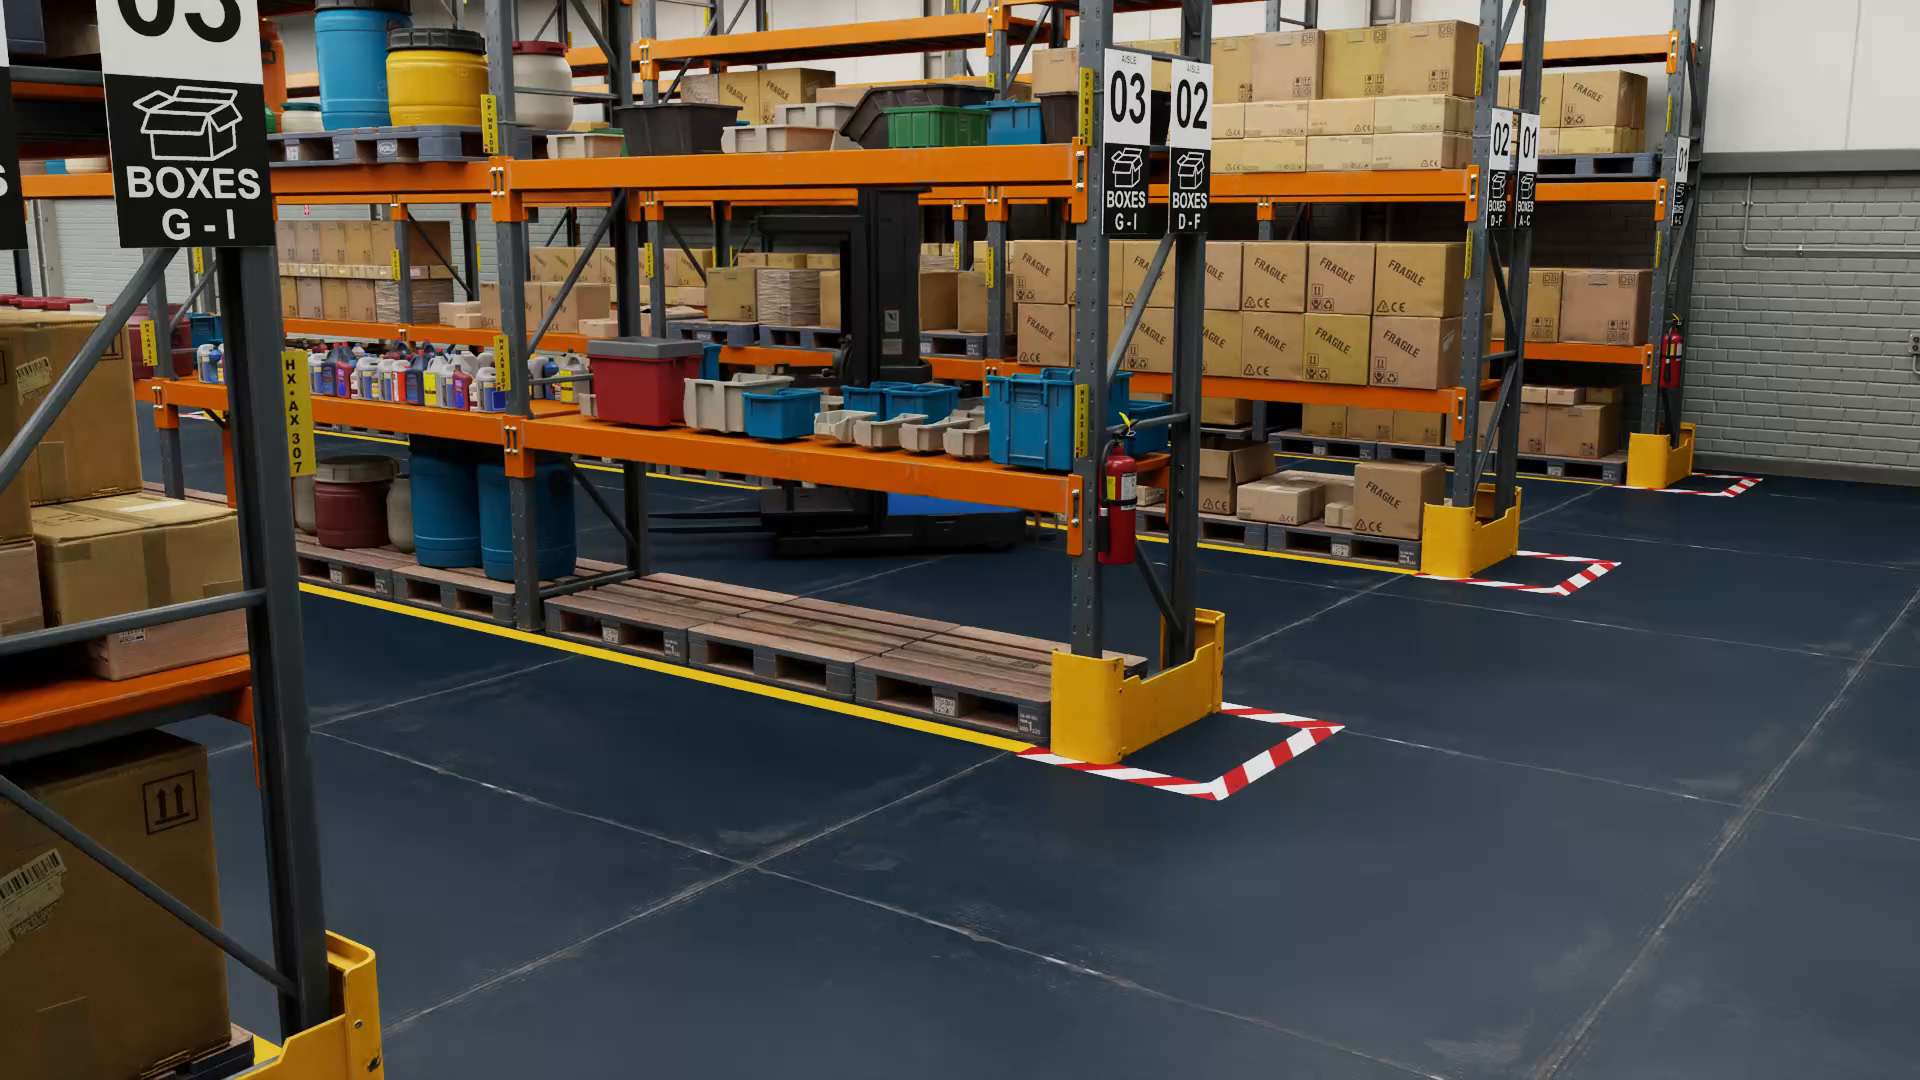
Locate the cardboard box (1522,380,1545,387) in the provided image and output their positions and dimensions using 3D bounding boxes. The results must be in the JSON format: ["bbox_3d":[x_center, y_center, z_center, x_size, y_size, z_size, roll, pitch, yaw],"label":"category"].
[{"bbox_3d":[5.708,-1.518,16.747,0.250,0.149,0.380,8,14,36],"label":"cardboard box"}]

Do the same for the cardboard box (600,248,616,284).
[{"bbox_3d":[-4.738,-3.887,23.591,0.500,0.500,0.500,8,14,37],"label":"cardboard box"}]

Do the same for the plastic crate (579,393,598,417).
[{"bbox_3d":[-2.075,-0.815,9.879,0.243,0.136,0.396,8,13,36],"label":"plastic crate"}]

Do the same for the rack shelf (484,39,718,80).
[{"bbox_3d":[-4.266,-4.817,17.184,4.000,0.370,1.077,8,13,36],"label":"rack shelf"}]

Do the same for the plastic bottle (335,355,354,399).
[{"bbox_3d":[-4.084,-1.084,11.044,0.133,0.283,0.061,8,13,36],"label":"plastic bottle"}]

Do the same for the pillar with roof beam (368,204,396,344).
[{"bbox_3d":[-12.481,-6.869,24.844,0.548,9.000,9.100,8,13,36],"label":"pillar with roof beam"}]

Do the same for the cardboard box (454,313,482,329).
[{"bbox_3d":[-5.285,-2.392,18.157,0.250,0.149,0.380,8,13,36],"label":"cardboard box"}]

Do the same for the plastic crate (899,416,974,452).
[{"bbox_3d":[-0.131,-0.538,8.448,0.243,0.136,0.396,8,13,36],"label":"plastic crate"}]

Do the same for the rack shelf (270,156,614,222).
[{"bbox_3d":[-3.977,-2.333,11.189,4.000,0.370,1.077,8,13,36],"label":"rack shelf"}]

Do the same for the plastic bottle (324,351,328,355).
[{"bbox_3d":[-4.743,-1.319,12.473,0.097,0.201,0.097,0,11,0],"label":"plastic bottle"}]

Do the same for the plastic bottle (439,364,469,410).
[{"bbox_3d":[-3.169,-0.964,10.440,0.135,0.276,0.152,8,13,36],"label":"plastic bottle"}]

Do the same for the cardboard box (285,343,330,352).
[{"bbox_3d":[-7.987,-2.116,20.227,0.500,0.500,0.500,8,13,36],"label":"cardboard box"}]

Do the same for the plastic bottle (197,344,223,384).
[{"bbox_3d":[-5.432,-1.279,12.072,0.135,0.276,0.152,8,13,36],"label":"plastic bottle"}]

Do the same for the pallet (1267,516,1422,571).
[{"bbox_3d":[3.089,-0.026,12.608,1.213,0.211,1.003,8,13,36],"label":"pallet"}]

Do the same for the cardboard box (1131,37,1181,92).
[{"bbox_3d":[1.710,-3.577,12.830,0.500,0.500,0.700,8,13,36],"label":"cardboard box"}]

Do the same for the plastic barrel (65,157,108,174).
[{"bbox_3d":[-6.753,-2.950,12.850,0.301,0.262,0.301,0,11,0],"label":"plastic barrel"}]

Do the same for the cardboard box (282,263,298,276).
[{"bbox_3d":[-7.874,-3.242,19.918,0.250,0.149,0.380,8,13,35],"label":"cardboard box"}]

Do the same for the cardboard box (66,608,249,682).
[{"bbox_3d":[-2.164,0.252,4.490,0.250,0.149,0.380,8,14,36],"label":"cardboard box"}]

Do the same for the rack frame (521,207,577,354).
[{"bbox_3d":[-6.173,-3.855,25.056,0.127,3.000,1.000,8,13,36],"label":"rack frame"}]

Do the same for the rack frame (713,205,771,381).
[{"bbox_3d":[-2.949,-3.405,22.732,0.127,3.000,1.000,8,13,36],"label":"rack frame"}]

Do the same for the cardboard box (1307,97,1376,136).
[{"bbox_3d":[2.825,-3.016,11.905,0.500,0.250,0.500,8,13,36],"label":"cardboard box"}]

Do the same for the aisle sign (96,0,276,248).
[{"bbox_3d":[-1.837,-1.095,3.948,0.004,0.787,0.394,8,13,36],"label":"aisle sign"}]

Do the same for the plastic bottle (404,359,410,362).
[{"bbox_3d":[-3.625,-1.054,10.922,0.097,0.271,0.097,0,11,0],"label":"plastic bottle"}]

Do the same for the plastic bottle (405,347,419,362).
[{"bbox_3d":[-3.869,-1.227,11.784,0.133,0.283,0.061,8,13,36],"label":"plastic bottle"}]

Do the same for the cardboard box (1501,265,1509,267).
[{"bbox_3d":[5.104,-2.426,16.883,0.700,0.700,0.980,7,13,33],"label":"cardboard box"}]

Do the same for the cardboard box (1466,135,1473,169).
[{"bbox_3d":[3.530,-2.793,12.065,0.500,0.250,0.500,8,13,36],"label":"cardboard box"}]

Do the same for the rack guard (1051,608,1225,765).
[{"bbox_3d":[0.886,0.689,8.152,0.348,0.500,1.175,8,13,36],"label":"rack guard"}]

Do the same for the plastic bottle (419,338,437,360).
[{"bbox_3d":[-3.729,-1.246,11.700,0.185,0.351,0.144,8,13,36],"label":"plastic bottle"}]

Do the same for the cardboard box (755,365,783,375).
[{"bbox_3d":[-2.346,-2.313,22.513,0.500,0.500,0.700,9,14,37],"label":"cardboard box"}]

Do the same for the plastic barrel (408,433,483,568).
[{"bbox_3d":[-3.364,-0.308,11.144,0.708,0.901,0.600,8,13,36],"label":"plastic barrel"}]

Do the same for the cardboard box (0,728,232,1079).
[{"bbox_3d":[-2.636,0.997,4.470,0.875,0.875,0.875,8,13,36],"label":"cardboard box"}]

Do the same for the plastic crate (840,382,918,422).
[{"bbox_3d":[-0.449,-0.746,9.272,0.300,0.233,0.416,8,13,36],"label":"plastic crate"}]

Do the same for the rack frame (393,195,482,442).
[{"bbox_3d":[-5.878,-2.646,18.810,0.127,3.000,1.000,8,13,36],"label":"rack frame"}]

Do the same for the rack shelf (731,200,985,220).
[{"bbox_3d":[-1.337,-4.299,21.353,4.000,0.370,1.077,8,13,36],"label":"rack shelf"}]

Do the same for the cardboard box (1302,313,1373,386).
[{"bbox_3d":[2.851,-1.412,12.170,0.500,0.500,0.500,8,14,36],"label":"cardboard box"}]

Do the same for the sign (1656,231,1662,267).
[{"bbox_3d":[6.390,-2.659,15.205,0.005,0.325,0.100,8,13,36],"label":"sign"}]

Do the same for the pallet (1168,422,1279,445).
[{"bbox_3d":[2.832,-1.212,18.736,1.213,0.211,1.003,8,13,36],"label":"pallet"}]

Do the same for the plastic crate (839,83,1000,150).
[{"bbox_3d":[-0.210,-2.195,8.745,0.767,0.338,0.504,8,13,36],"label":"plastic crate"}]

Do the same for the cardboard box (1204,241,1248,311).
[{"bbox_3d":[2.030,-2.017,12.662,0.500,0.500,0.500,8,14,37],"label":"cardboard box"}]

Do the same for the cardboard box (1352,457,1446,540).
[{"bbox_3d":[3.210,-0.309,12.153,0.500,0.500,0.500,8,13,36],"label":"cardboard box"}]

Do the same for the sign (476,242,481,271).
[{"bbox_3d":[-5.565,-3.260,19.142,0.005,0.325,0.100,8,13,36],"label":"sign"}]

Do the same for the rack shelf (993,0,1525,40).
[{"bbox_3d":[2.182,-4.112,12.497,4.000,0.370,1.077,8,13,36],"label":"rack shelf"}]

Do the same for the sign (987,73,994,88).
[{"bbox_3d":[0.244,-3.581,13.348,0.005,0.325,0.100,8,13,36],"label":"sign"}]

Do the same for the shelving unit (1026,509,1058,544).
[{"bbox_3d":[0.610,-0.512,12.914,0.215,1.050,0.252,-6,13,-30],"label":"shelving unit"}]

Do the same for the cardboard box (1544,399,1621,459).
[{"bbox_3d":[6.099,-1.098,16.284,0.500,0.500,0.700,8,13,36],"label":"cardboard box"}]

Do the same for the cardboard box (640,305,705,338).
[{"bbox_3d":[-2.922,-2.200,16.740,0.500,0.311,0.500,9,14,39],"label":"cardboard box"}]

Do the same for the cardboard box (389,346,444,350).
[{"bbox_3d":[-6.475,-2.025,19.761,0.500,0.500,0.500,8,13,36],"label":"cardboard box"}]

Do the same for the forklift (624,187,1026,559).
[{"bbox_3d":[-1.059,-1.404,12.569,3.031,2.935,1.130,-2,11,-8],"label":"forklift"}]

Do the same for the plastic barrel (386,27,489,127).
[{"bbox_3d":[-3.221,-2.832,10.270,0.600,0.588,0.600,0,11,0],"label":"plastic barrel"}]

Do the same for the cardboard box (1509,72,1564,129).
[{"bbox_3d":[5.574,-4.177,15.876,0.500,0.500,0.500,8,14,37],"label":"cardboard box"}]

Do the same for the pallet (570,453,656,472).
[{"bbox_3d":[-3.295,-0.926,17.259,1.213,0.211,1.003,8,13,36],"label":"pallet"}]

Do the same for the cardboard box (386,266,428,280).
[{"bbox_3d":[-6.224,-3.011,18.727,0.250,0.149,0.380,8,13,35],"label":"cardboard box"}]

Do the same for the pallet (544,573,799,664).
[{"bbox_3d":[-1.750,0.457,10.111,1.213,0.211,1.003,8,13,36],"label":"pallet"}]
